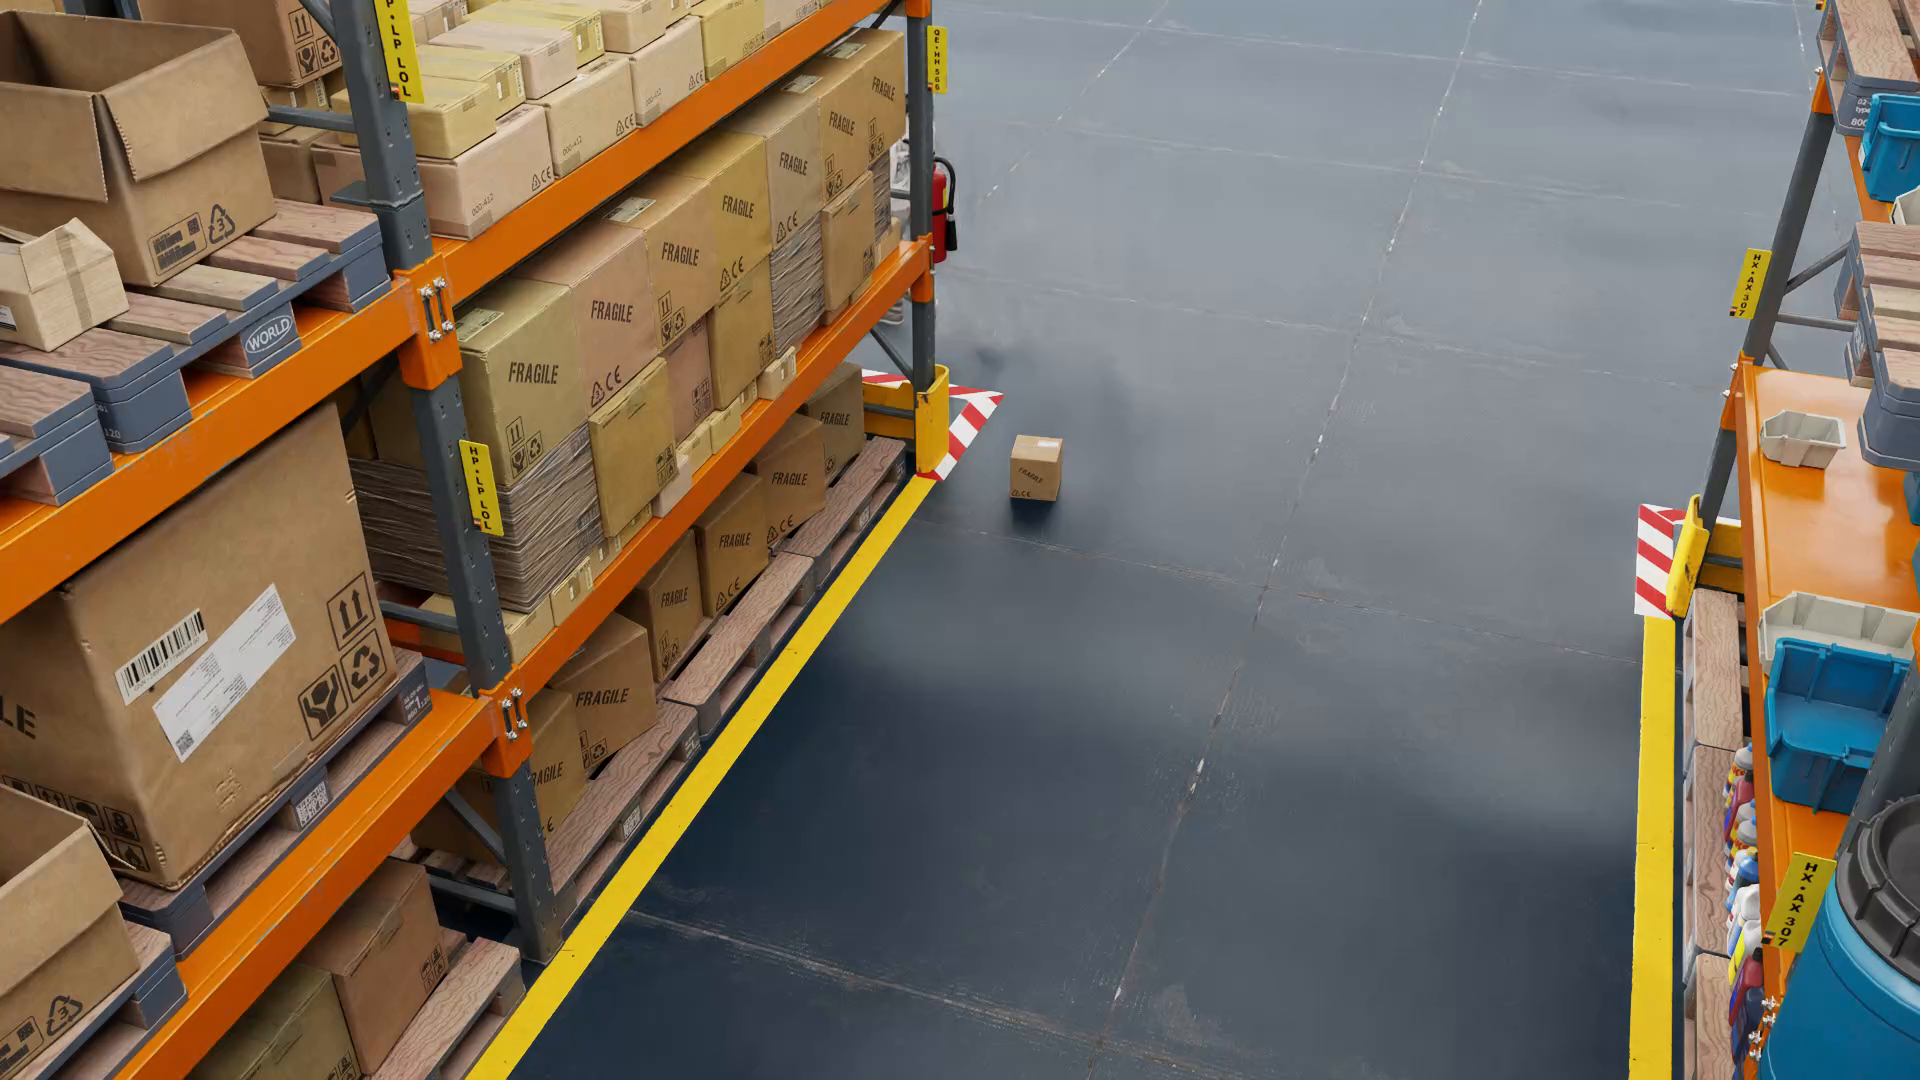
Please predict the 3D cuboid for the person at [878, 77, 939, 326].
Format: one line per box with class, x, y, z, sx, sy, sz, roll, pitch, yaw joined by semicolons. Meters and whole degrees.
person;-0.381;-2.036;10.167;0.609;1.666;0.510;15;36;21
